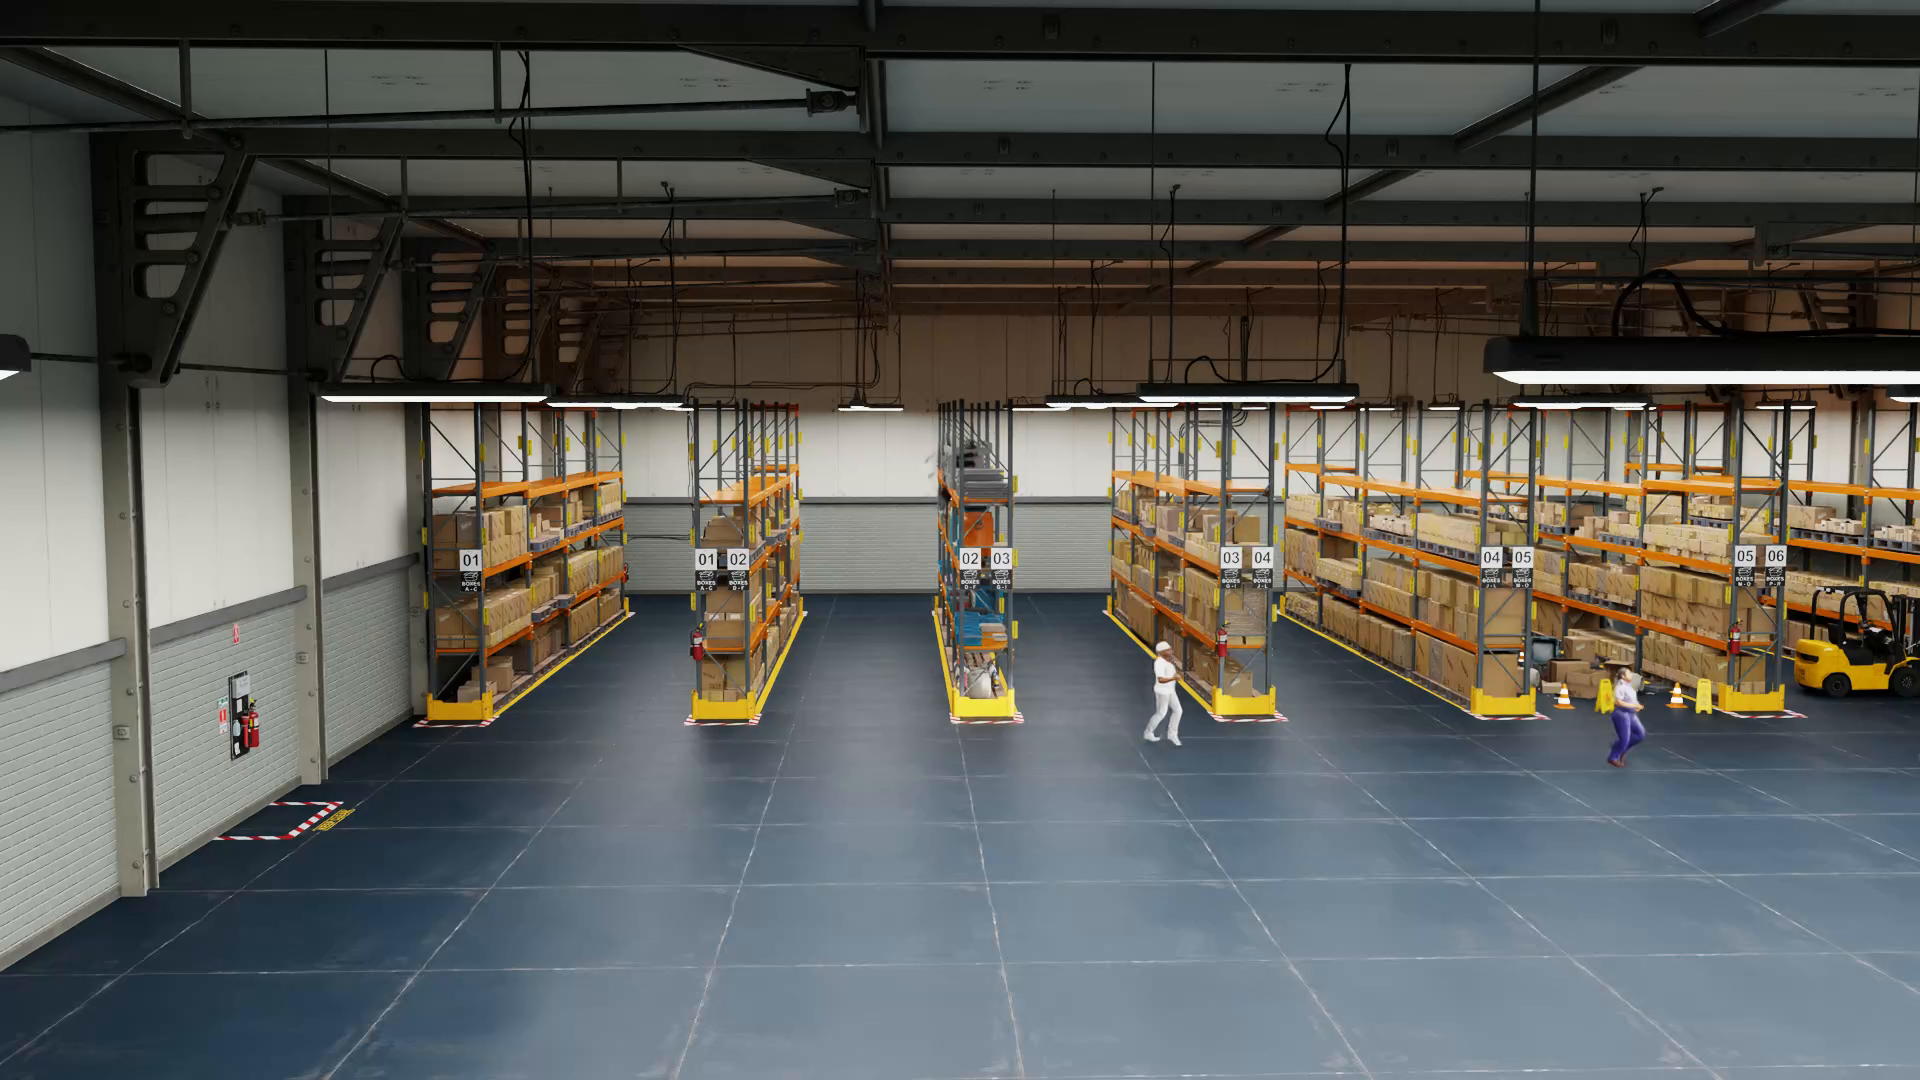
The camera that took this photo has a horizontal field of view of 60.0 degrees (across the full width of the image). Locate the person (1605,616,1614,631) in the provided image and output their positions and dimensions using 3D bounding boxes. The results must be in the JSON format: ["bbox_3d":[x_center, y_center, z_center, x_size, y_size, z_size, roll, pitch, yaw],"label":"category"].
[{"bbox_3d":[16.588,1.659,42.533,0.573,1.734,0.796,-1,4,-7],"label":"person"}]

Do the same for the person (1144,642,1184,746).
[{"bbox_3d":[3.538,2.662,28.697,0.729,1.823,0.674,2,5,26],"label":"person"}]

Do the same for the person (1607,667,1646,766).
[{"bbox_3d":[10.788,2.863,26.915,0.570,1.617,0.661,4,6,39],"label":"person"}]
